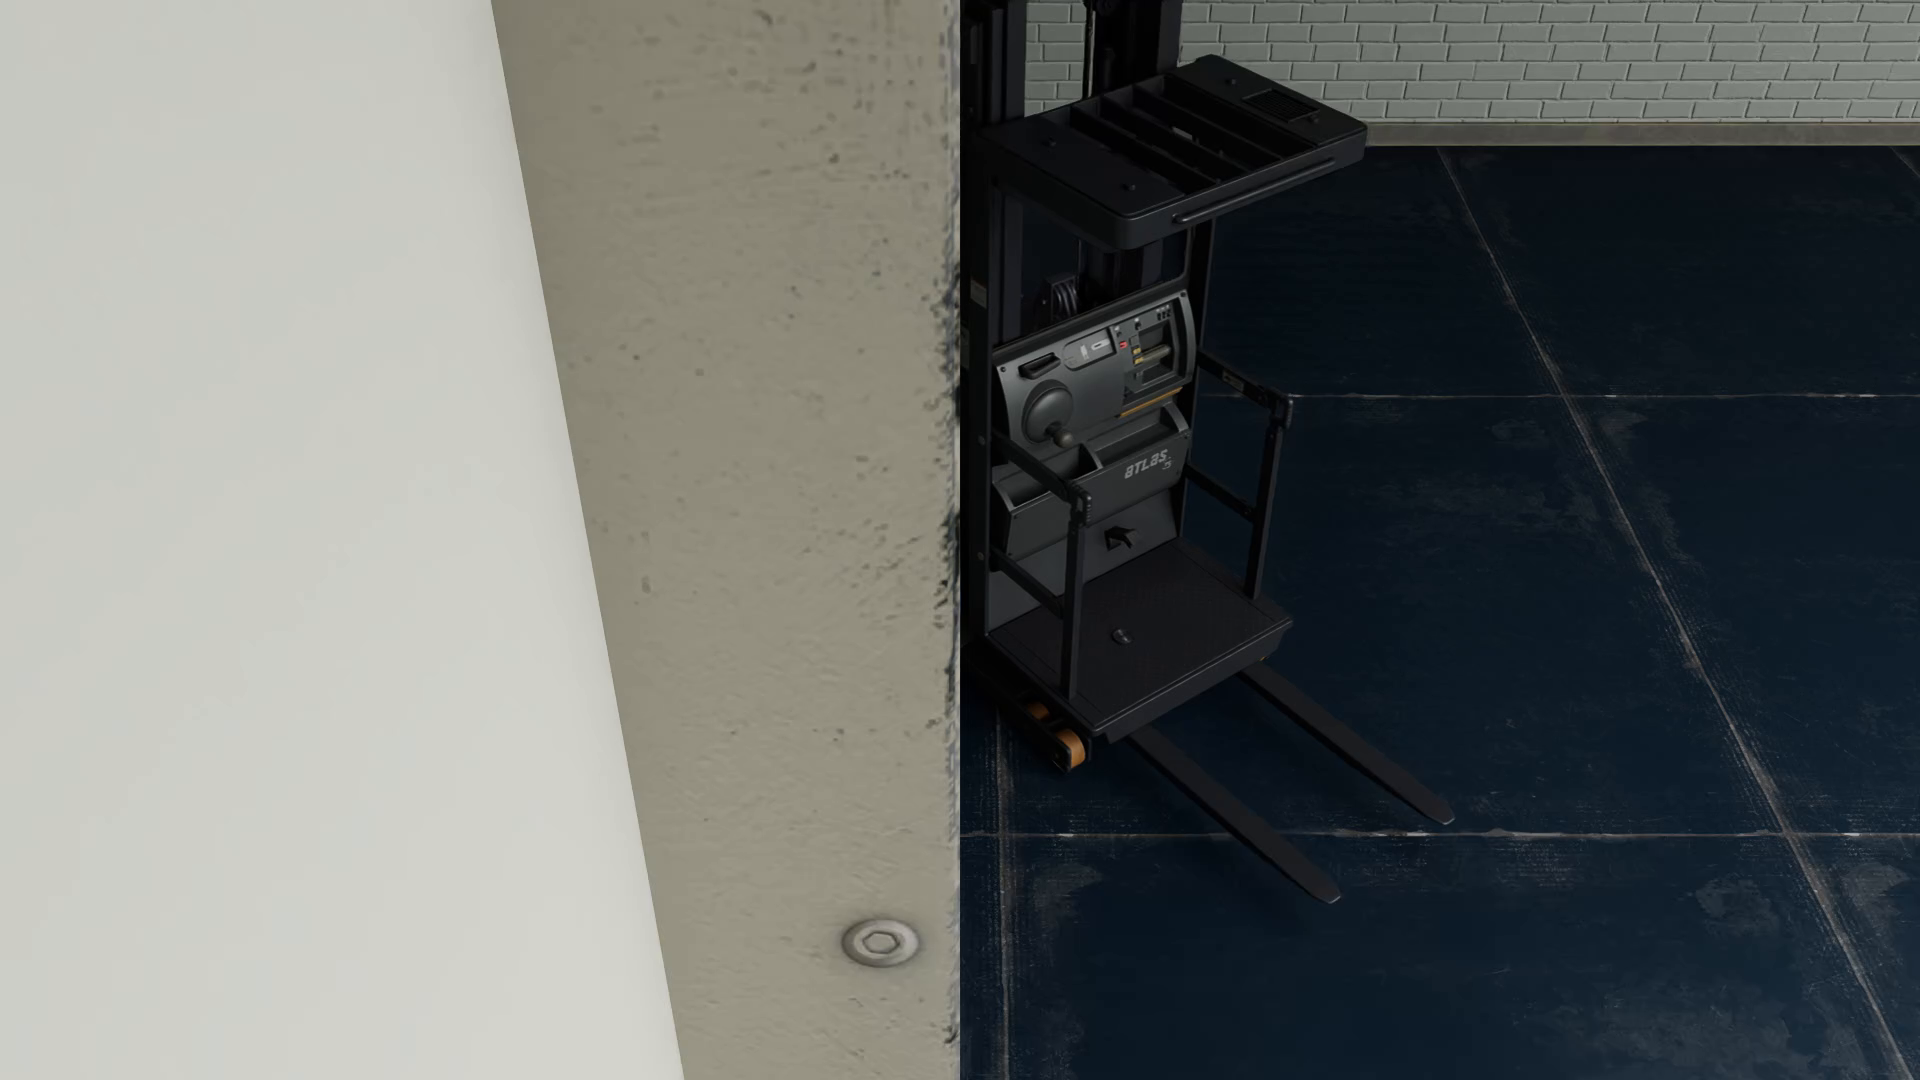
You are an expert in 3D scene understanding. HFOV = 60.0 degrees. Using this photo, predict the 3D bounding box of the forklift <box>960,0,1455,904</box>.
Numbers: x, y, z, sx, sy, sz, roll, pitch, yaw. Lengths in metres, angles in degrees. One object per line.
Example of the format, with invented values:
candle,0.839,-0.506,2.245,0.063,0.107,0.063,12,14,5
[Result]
forklift,0.652,-0.581,6.131,1.130,2.935,3.031,-25,45,-28
